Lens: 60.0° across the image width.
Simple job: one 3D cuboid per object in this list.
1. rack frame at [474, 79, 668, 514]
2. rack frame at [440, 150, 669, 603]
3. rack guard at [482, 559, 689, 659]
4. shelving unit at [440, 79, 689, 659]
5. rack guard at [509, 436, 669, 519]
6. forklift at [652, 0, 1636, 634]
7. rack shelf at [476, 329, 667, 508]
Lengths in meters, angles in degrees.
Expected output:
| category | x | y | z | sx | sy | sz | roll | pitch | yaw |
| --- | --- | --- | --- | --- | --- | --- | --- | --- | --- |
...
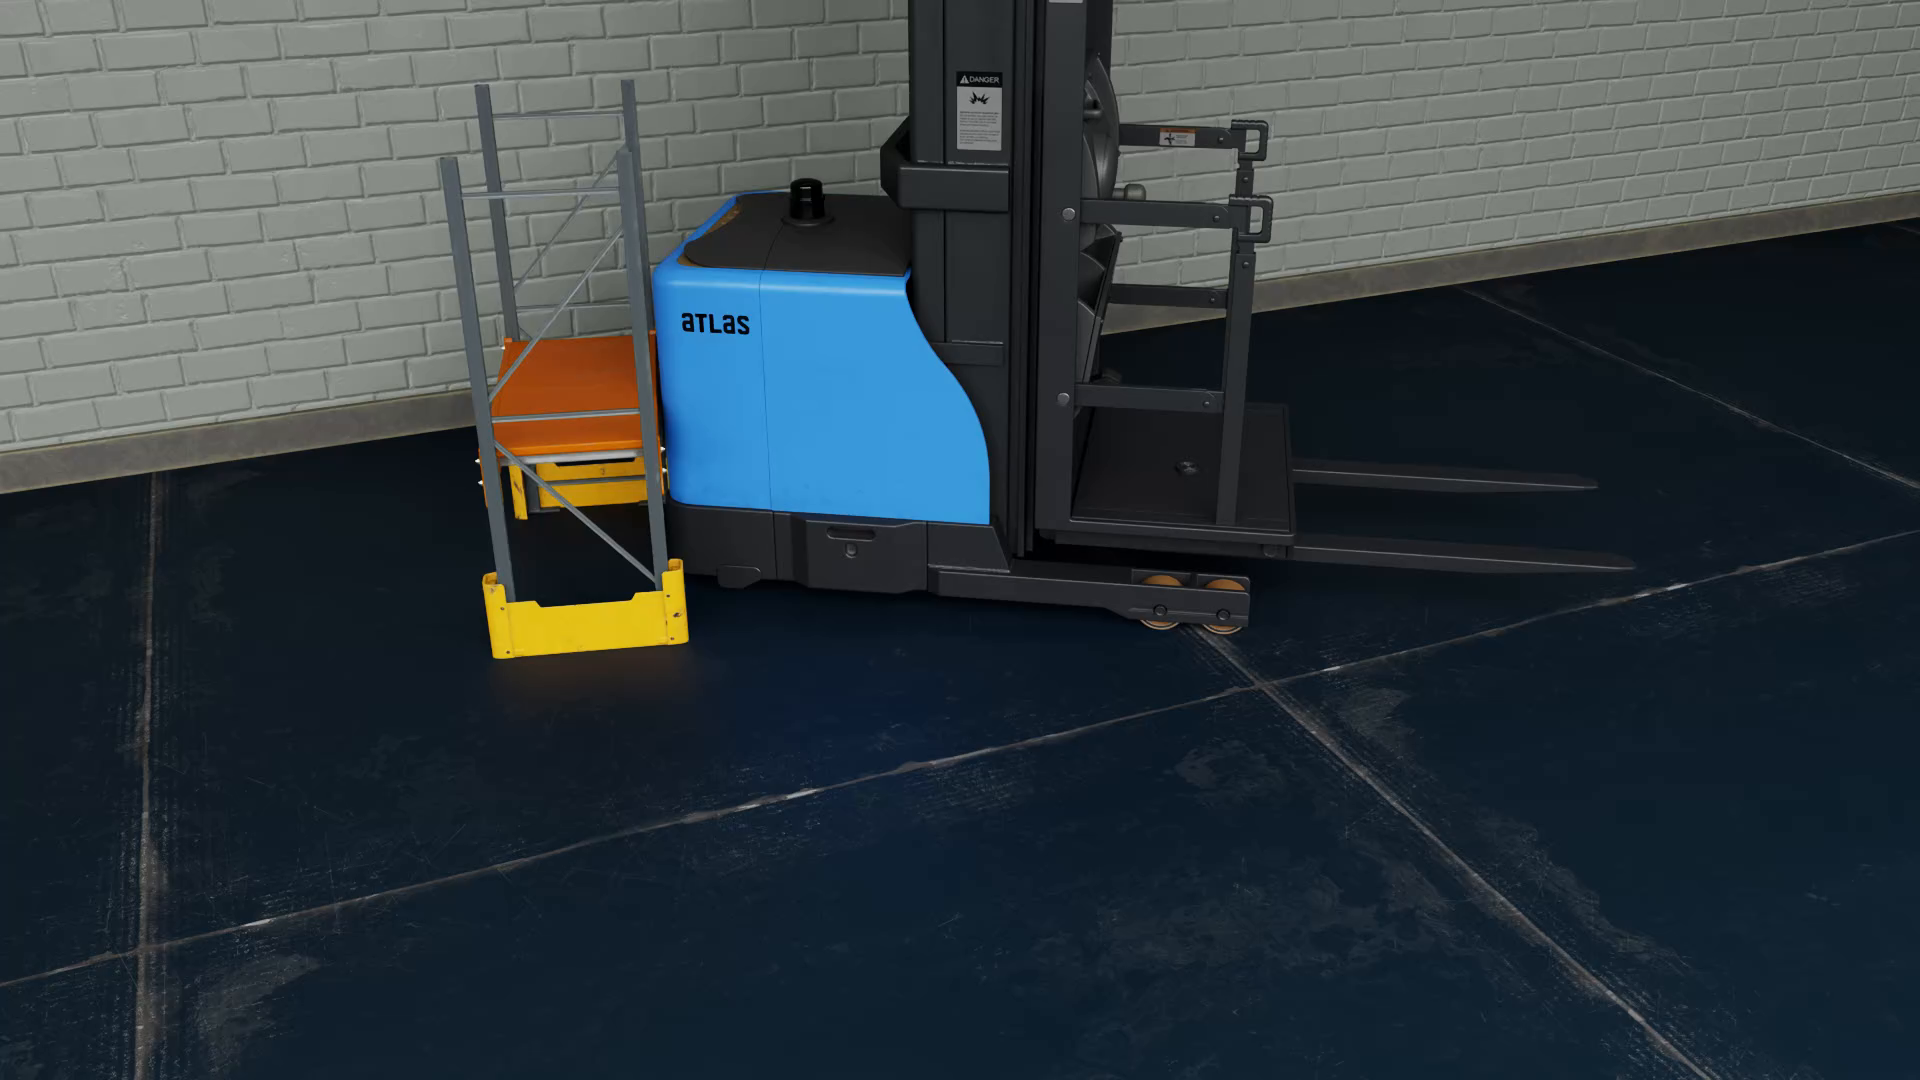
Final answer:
| category | x | y | z | sx | sy | sz | roll | pitch | yaw |
| --- | --- | --- | --- | --- | --- | --- | --- | --- | --- |
| rack frame | -1.299 | -0.793 | 5.665 | 0.500 | 1.500 | 0.032 | -4 | 26 | -9 |
| rack frame | -1.128 | -0.354 | 4.764 | 0.500 | 1.500 | 0.032 | -4 | 26 | -9 |
| rack guard | -1.128 | 0.207 | 5.040 | 0.587 | 0.250 | 0.087 | -4 | 26 | -9 |
| shelving unit | -1.212 | -0.570 | 5.207 | 0.587 | 1.500 | 1.083 | -4 | 26 | -9 |
| rack guard | -1.296 | -0.223 | 5.922 | 0.587 | 0.250 | 0.087 | -4 | 26 | -9 |
| forklift | 0.615 | -1.276 | 5.022 | 3.031 | 2.935 | 1.130 | 4 | 26 | 8 |
| rack shelf | -1.214 | -0.412 | 5.294 | 0.538 | 0.185 | 1.000 | -4 | 26 | -9 |
